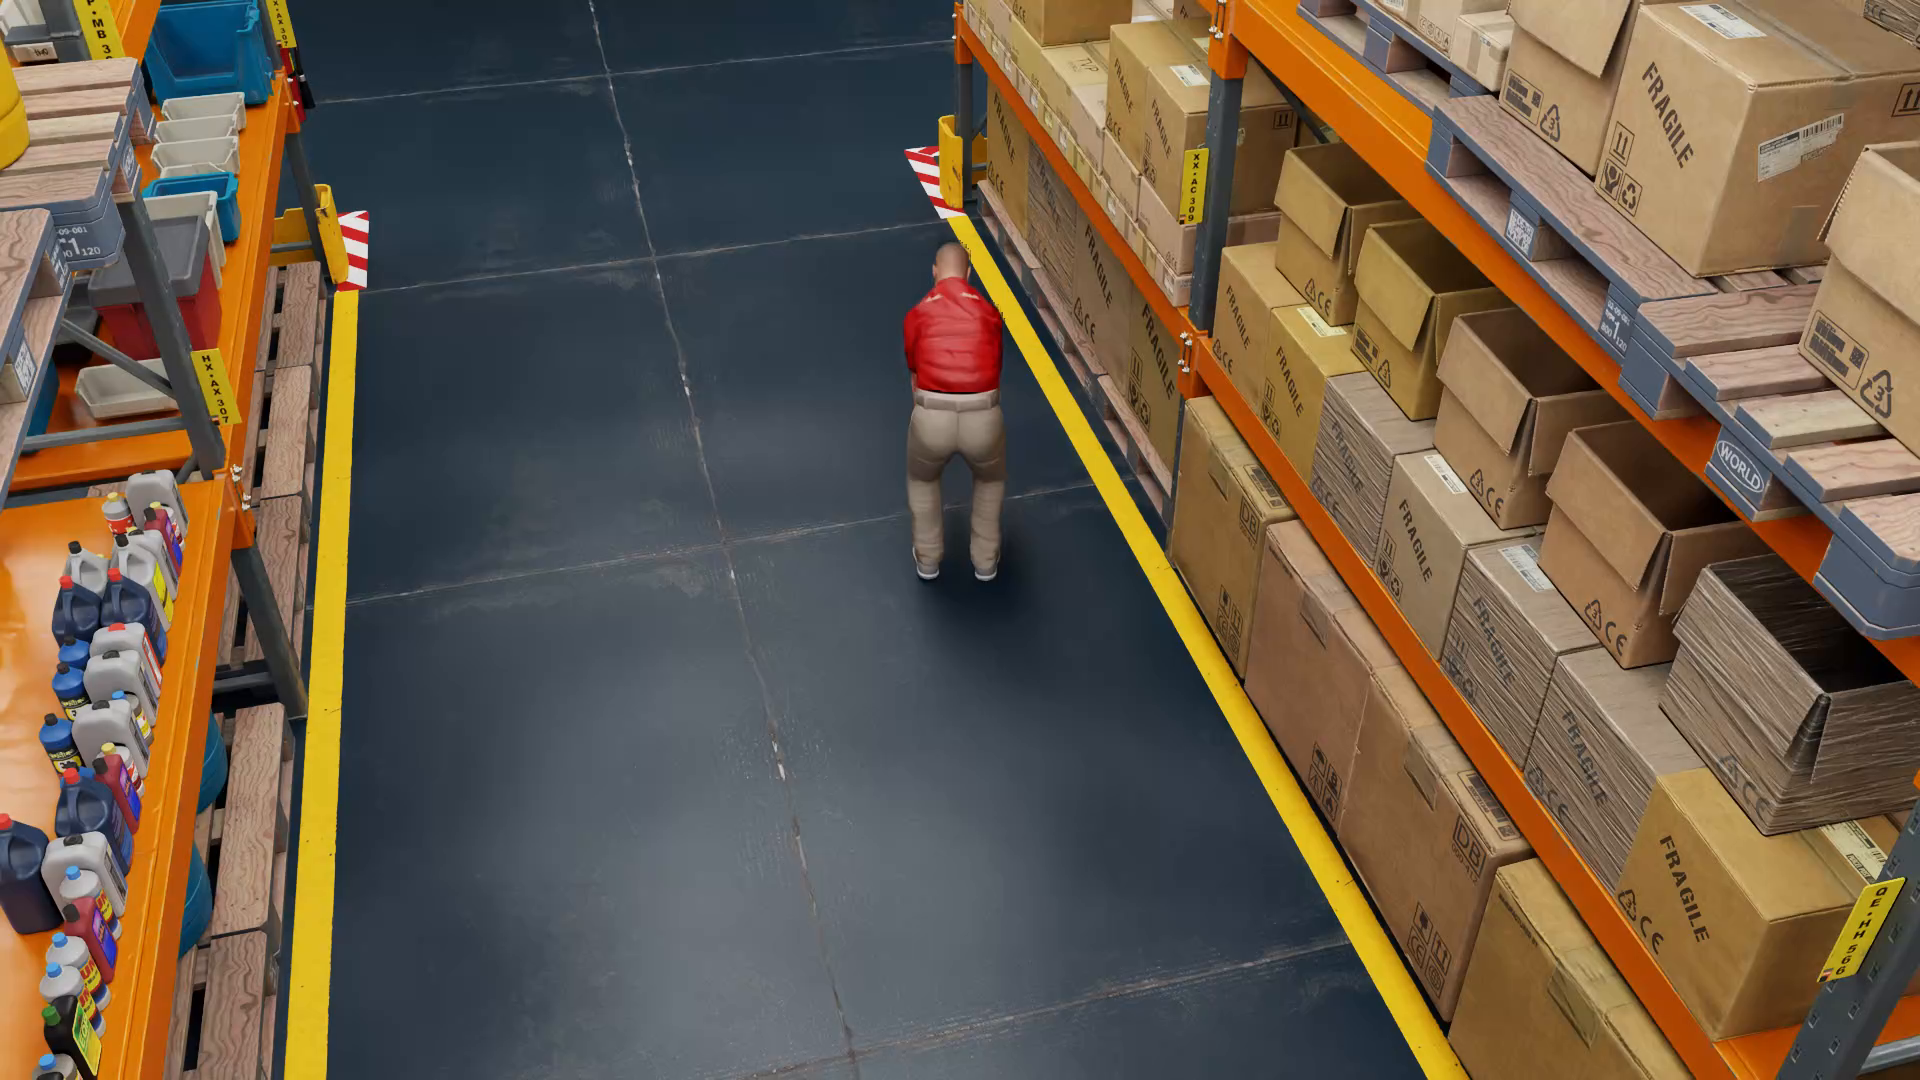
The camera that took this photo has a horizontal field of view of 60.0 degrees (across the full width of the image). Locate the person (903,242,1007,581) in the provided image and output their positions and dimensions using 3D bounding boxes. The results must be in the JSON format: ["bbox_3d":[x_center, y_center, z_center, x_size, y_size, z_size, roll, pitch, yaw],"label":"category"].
[{"bbox_3d":[-0.019,-0.570,7.697,0.478,1.443,0.833,0,38,0],"label":"person"}]
